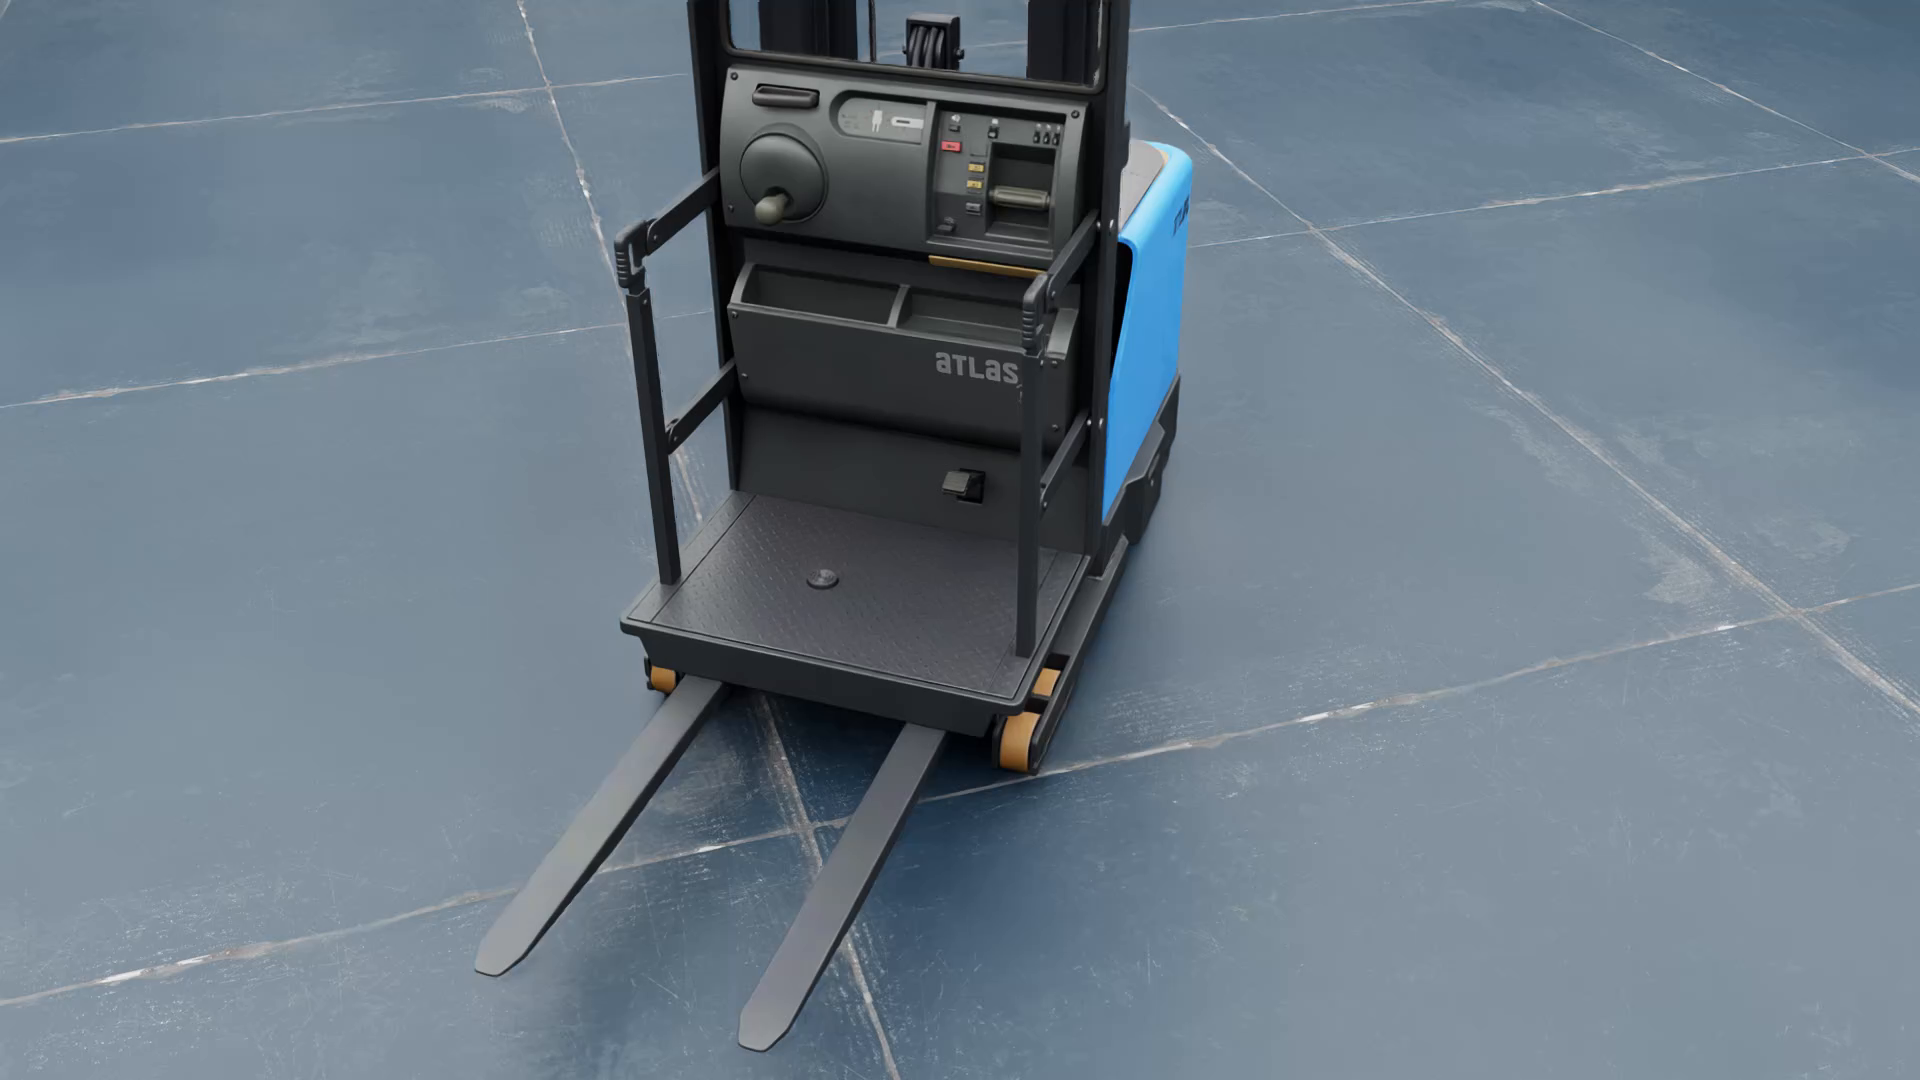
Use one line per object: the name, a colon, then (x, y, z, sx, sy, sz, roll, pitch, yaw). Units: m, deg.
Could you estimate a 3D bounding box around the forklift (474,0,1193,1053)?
forklift: (-0.219, -0.868, 3.906, 1.130, 2.935, 3.031, 11, 35, 16)
